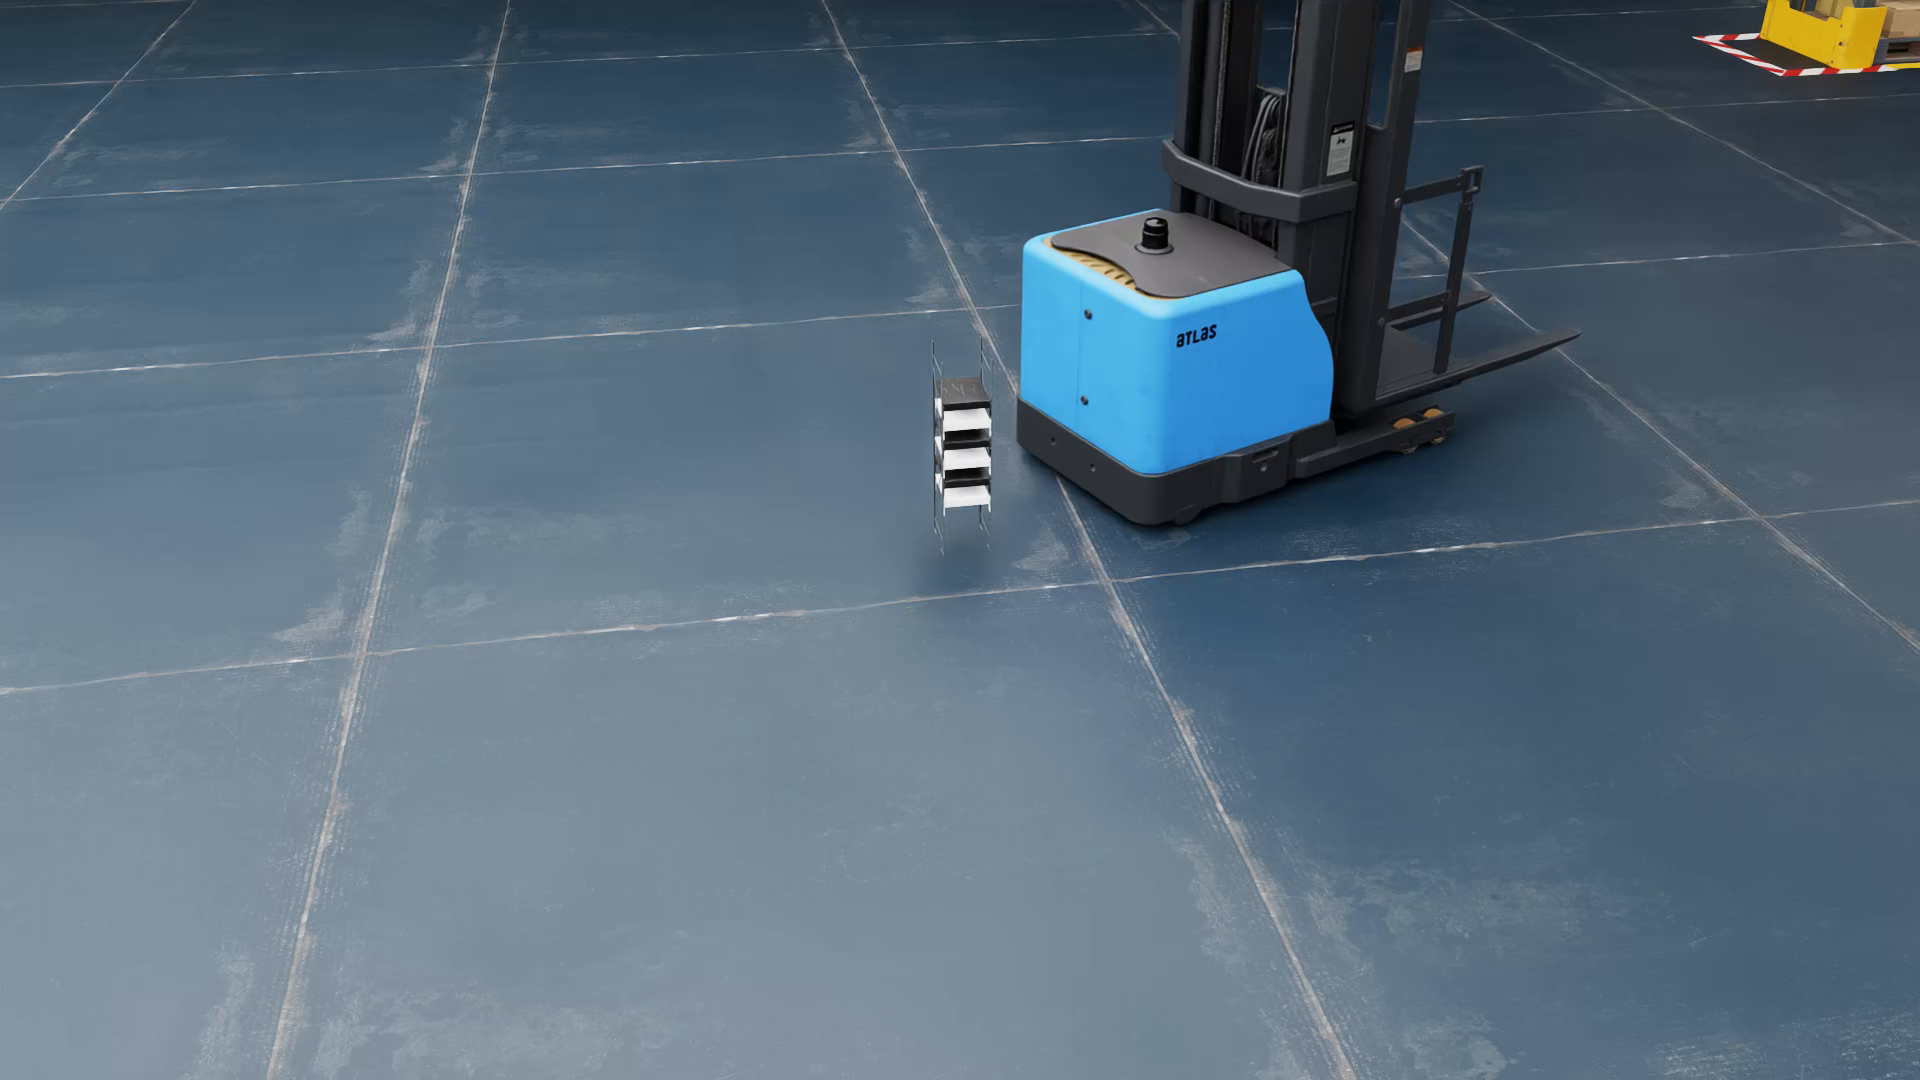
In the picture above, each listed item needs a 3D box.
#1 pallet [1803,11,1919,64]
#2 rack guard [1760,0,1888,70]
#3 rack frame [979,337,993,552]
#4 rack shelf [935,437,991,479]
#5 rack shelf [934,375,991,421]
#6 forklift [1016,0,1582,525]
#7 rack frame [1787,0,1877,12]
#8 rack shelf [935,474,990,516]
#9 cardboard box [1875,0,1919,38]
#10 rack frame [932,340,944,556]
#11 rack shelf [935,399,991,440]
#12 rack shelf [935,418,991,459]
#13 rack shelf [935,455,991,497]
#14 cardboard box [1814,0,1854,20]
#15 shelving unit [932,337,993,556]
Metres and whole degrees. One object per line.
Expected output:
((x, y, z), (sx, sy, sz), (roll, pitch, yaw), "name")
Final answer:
((8.208, -4.440, 14.593), (1.213, 0.211, 1.003), (-5, 31, -9), "pallet")
((7.440, -4.472, 14.362), (0.348, 0.500, 1.175), (-5, 31, -9), "rack guard")
((0.108, -0.398, 7.039), (0.006, 0.900, 0.240), (-5, 31, -9), "rack frame")
((0.008, -0.360, 7.040), (0.200, 0.077, 0.258), (-5, 31, -9), "rack shelf")
((0.008, -0.593, 6.903), (0.200, 0.077, 0.258), (-5, 31, -9), "rack shelf")
((1.786, -1.883, 7.561), (3.031, 2.935, 1.130), (-18, 35, -28), "forklift")
((7.463, -5.551, 13.732), (0.127, 3.000, 1.000), (-5, 31, -9), "rack frame")
((0.008, -0.205, 7.131), (0.200, 0.077, 0.258), (-5, 31, -9), "rack shelf")
((8.031, -4.485, 14.217), (0.500, 0.250, 0.500), (-5, 31, -9), "cardboard box")
((-0.092, -0.379, 7.007), (0.006, 0.900, 0.240), (-5, 31, -9), "rack frame")
((0.008, -0.515, 6.949), (0.200, 0.077, 0.258), (-5, 31, -9), "rack shelf")
((0.008, -0.437, 6.994), (0.200, 0.077, 0.258), (-5, 31, -9), "rack shelf")
((0.008, -0.282, 7.086), (0.200, 0.077, 0.258), (-5, 31, -9), "rack shelf")
((7.938, -4.743, 14.656), (0.500, 0.250, 0.500), (-5, 31, -9), "cardboard box")
((0.008, -0.389, 7.023), (0.210, 0.900, 0.258), (-5, 31, -9), "shelving unit")
